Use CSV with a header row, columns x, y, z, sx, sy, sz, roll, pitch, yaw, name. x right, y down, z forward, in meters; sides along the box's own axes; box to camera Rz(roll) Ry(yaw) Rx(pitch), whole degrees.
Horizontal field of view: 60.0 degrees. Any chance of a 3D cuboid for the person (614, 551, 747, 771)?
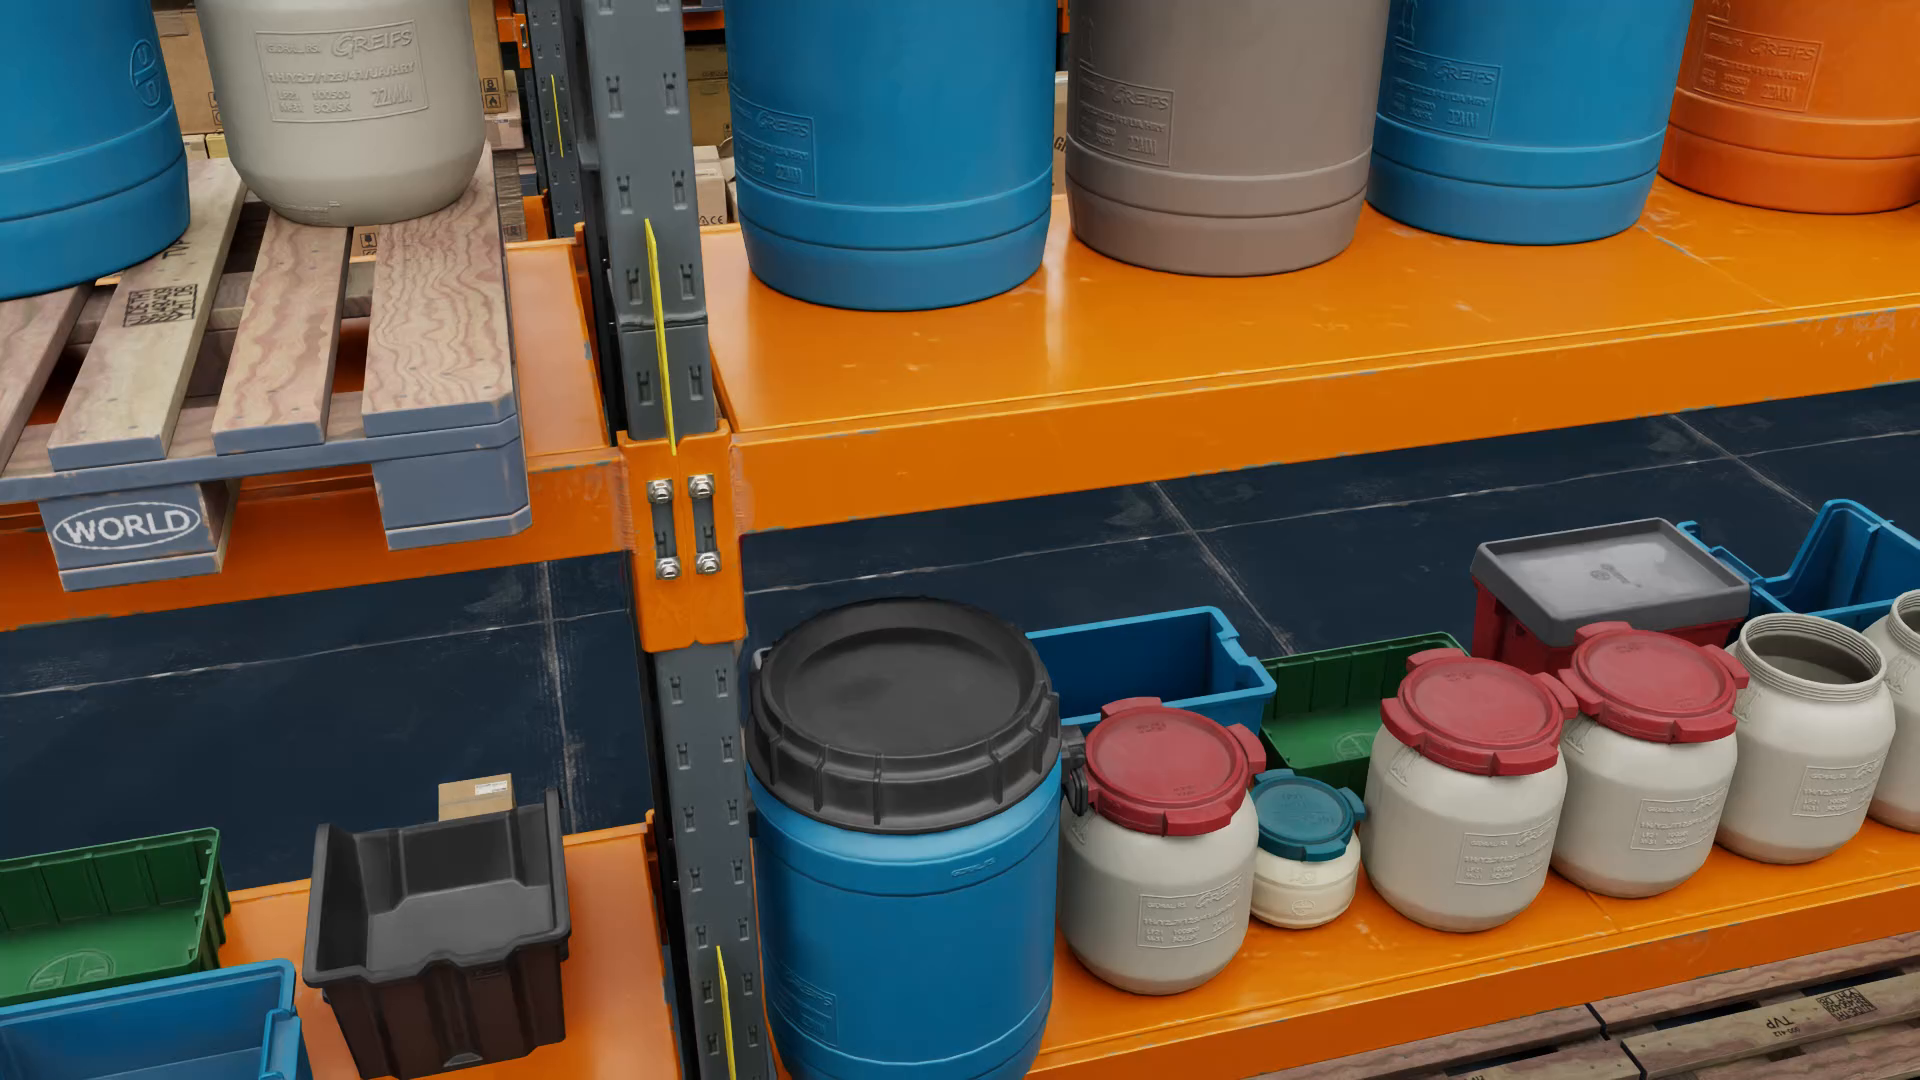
x,y,z,sx,sy,sz,roll,pitch,yaw,name
-0.910,0.298,5.617,0.624,1.719,0.585,-13,32,-21,person
